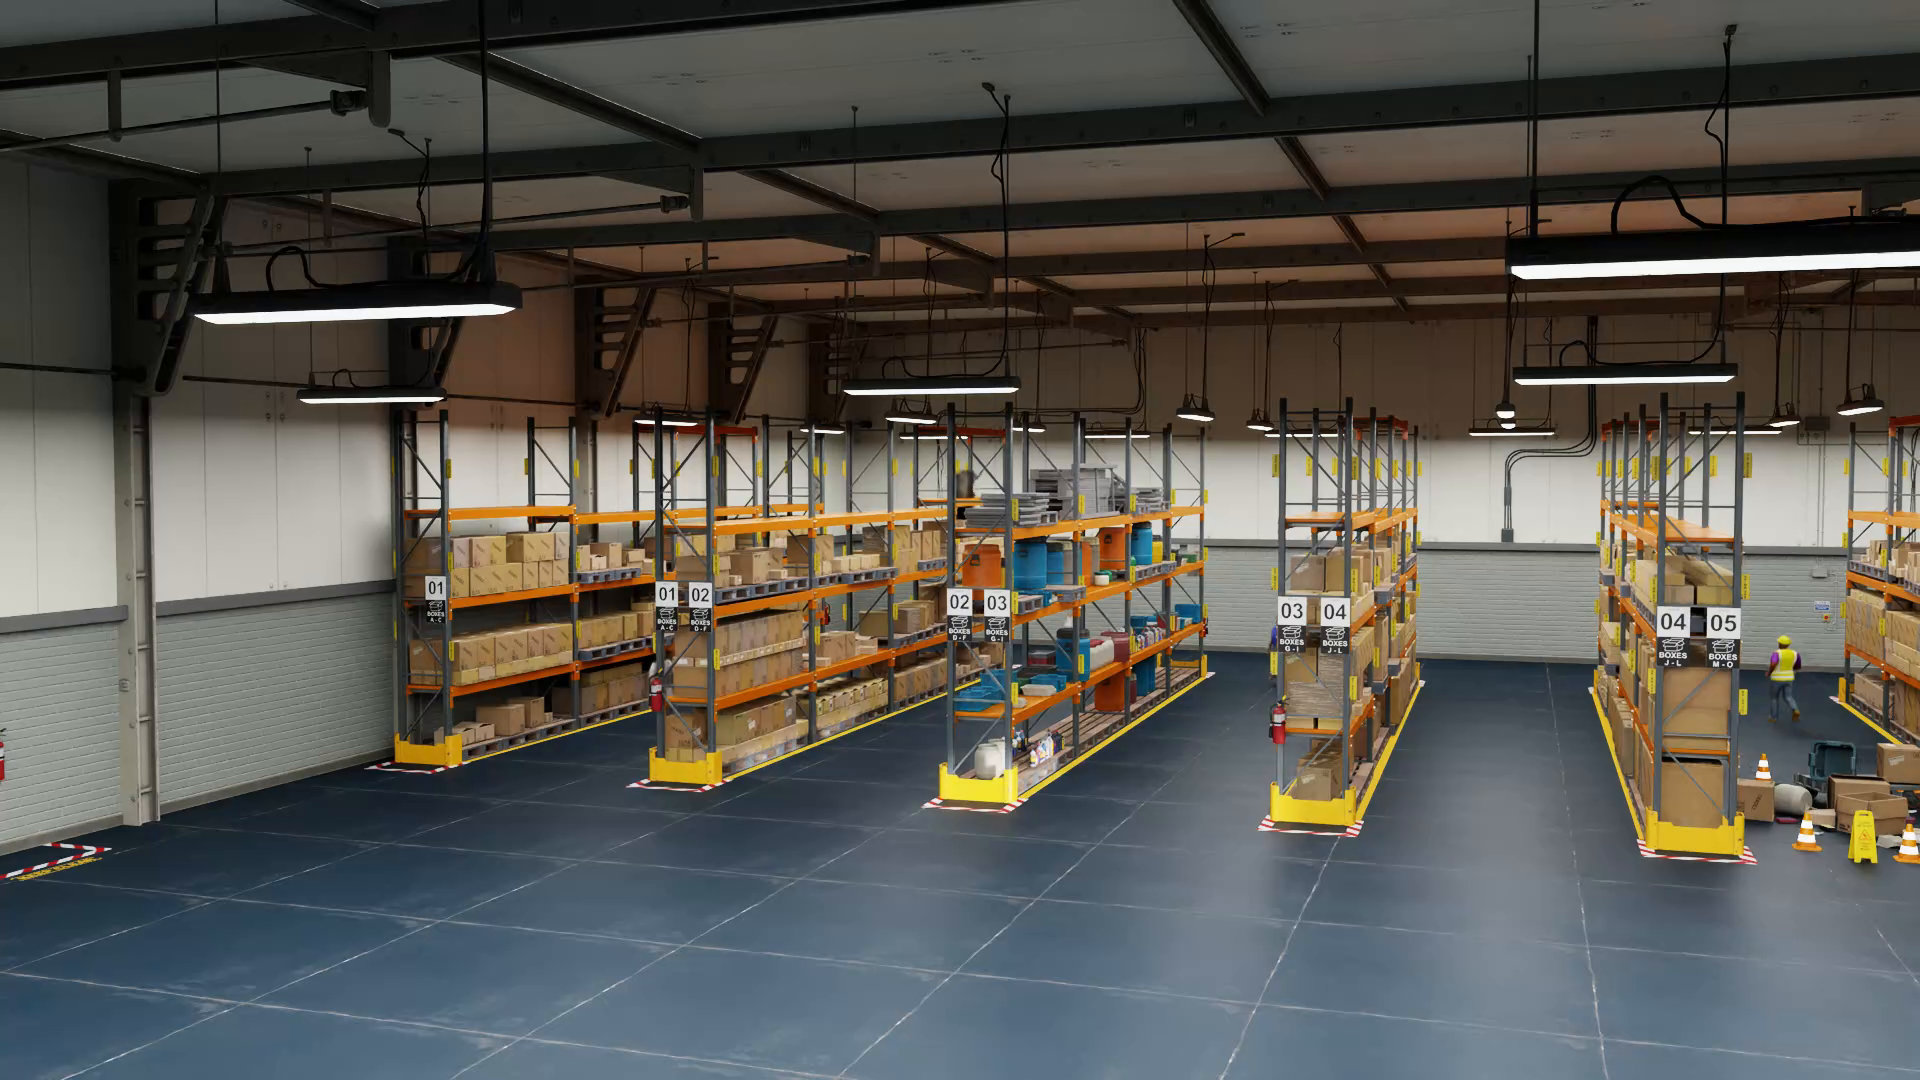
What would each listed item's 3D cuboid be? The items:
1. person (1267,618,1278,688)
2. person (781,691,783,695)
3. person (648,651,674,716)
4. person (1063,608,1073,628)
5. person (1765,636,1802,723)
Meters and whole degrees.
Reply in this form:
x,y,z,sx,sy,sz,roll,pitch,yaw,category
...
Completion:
x,y,z,sx,sy,sz,roll,pitch,yaw,category
7.275,2.563,38.019,0.634,1.626,0.601,1,3,31,person
-3.880,2.633,35.324,0.680,1.721,0.588,0,2,3,person
-5.686,2.858,31.846,0.542,1.566,0.904,0,2,-7,person
2.699,2.459,40.292,0.634,1.644,0.501,1,3,30,person
16.045,2.731,32.409,0.701,1.748,0.931,0,2,1,person
